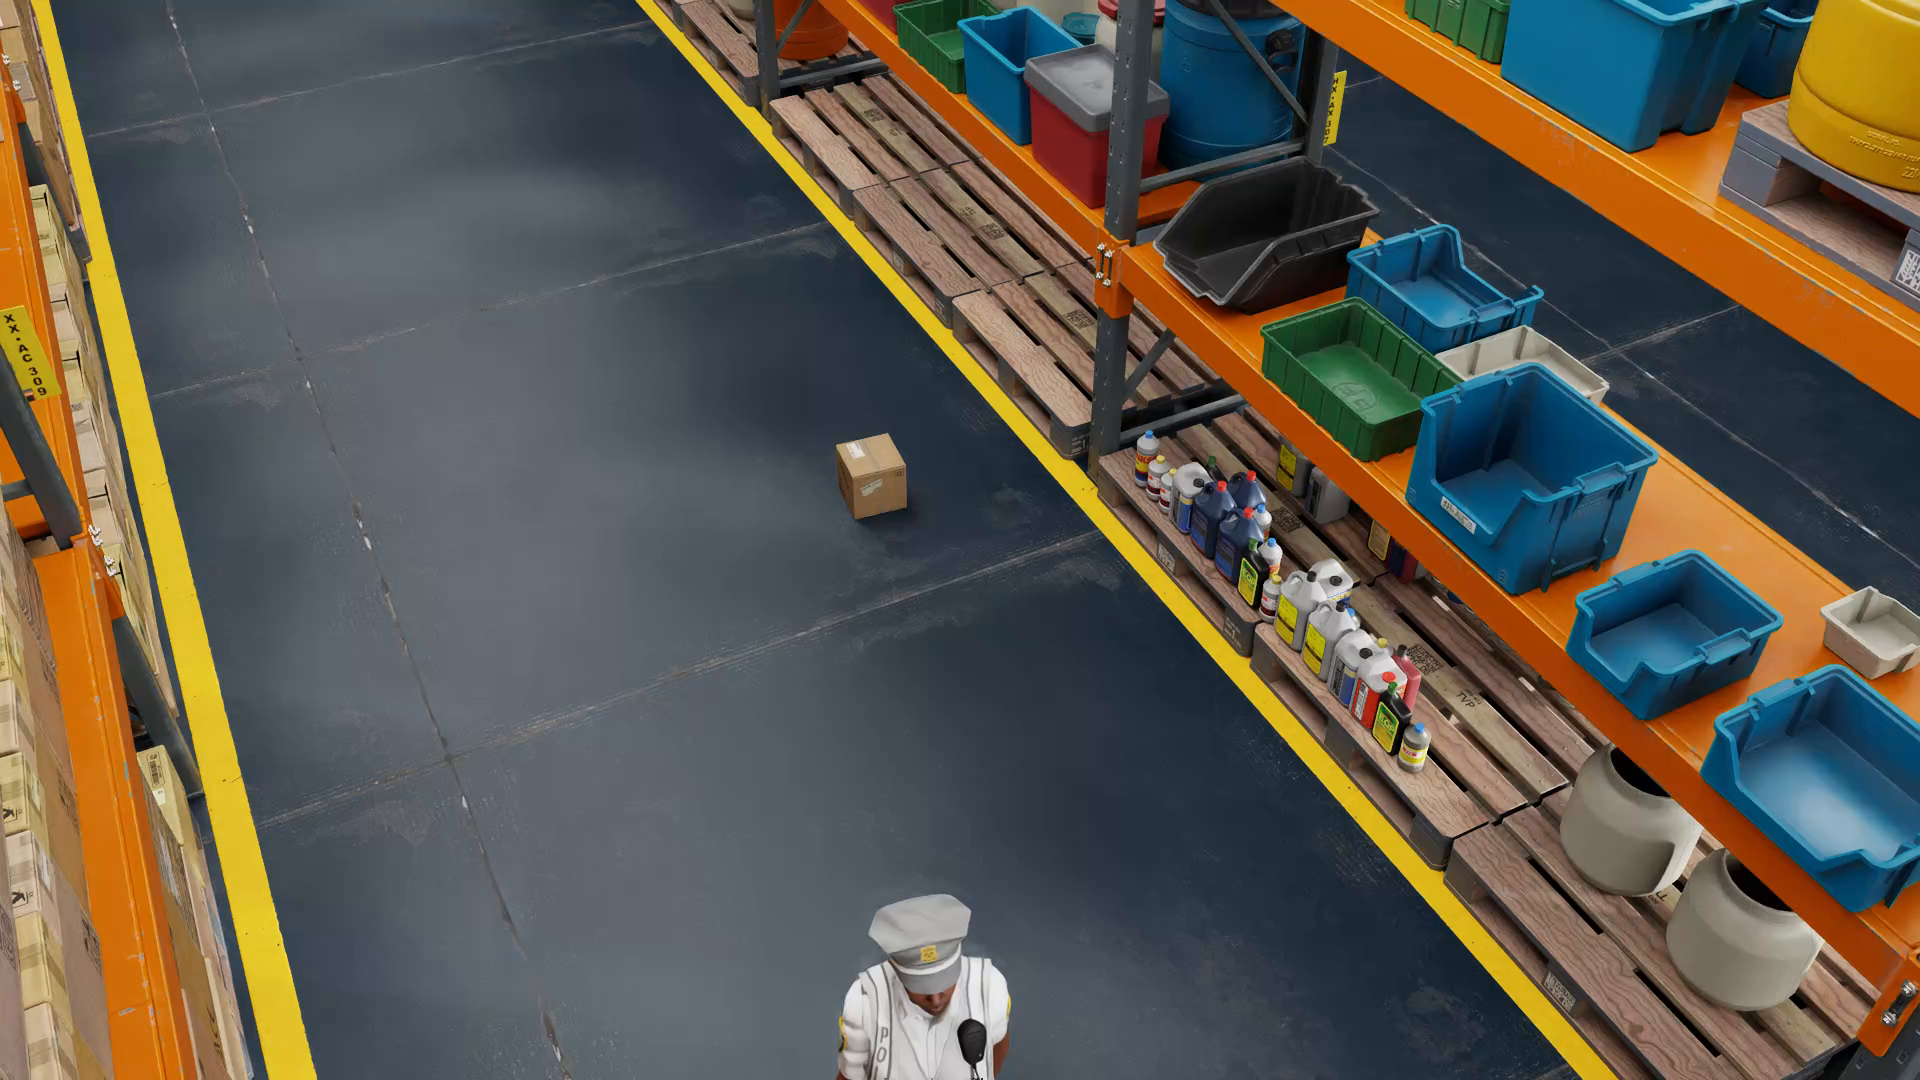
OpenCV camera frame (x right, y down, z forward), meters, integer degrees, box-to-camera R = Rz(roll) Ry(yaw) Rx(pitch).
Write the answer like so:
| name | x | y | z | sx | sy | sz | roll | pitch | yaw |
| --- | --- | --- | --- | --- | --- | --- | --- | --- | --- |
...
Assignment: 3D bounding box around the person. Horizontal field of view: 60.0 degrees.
| name | x | y | z | sx | sy | sz | roll | pitch | yaw |
| --- | --- | --- | --- | --- | --- | --- | --- | --- | --- |
| person | -0.092 | 1.574 | 4.339 | 0.454 | 1.647 | 0.918 | -1 | 42 | -1 |
